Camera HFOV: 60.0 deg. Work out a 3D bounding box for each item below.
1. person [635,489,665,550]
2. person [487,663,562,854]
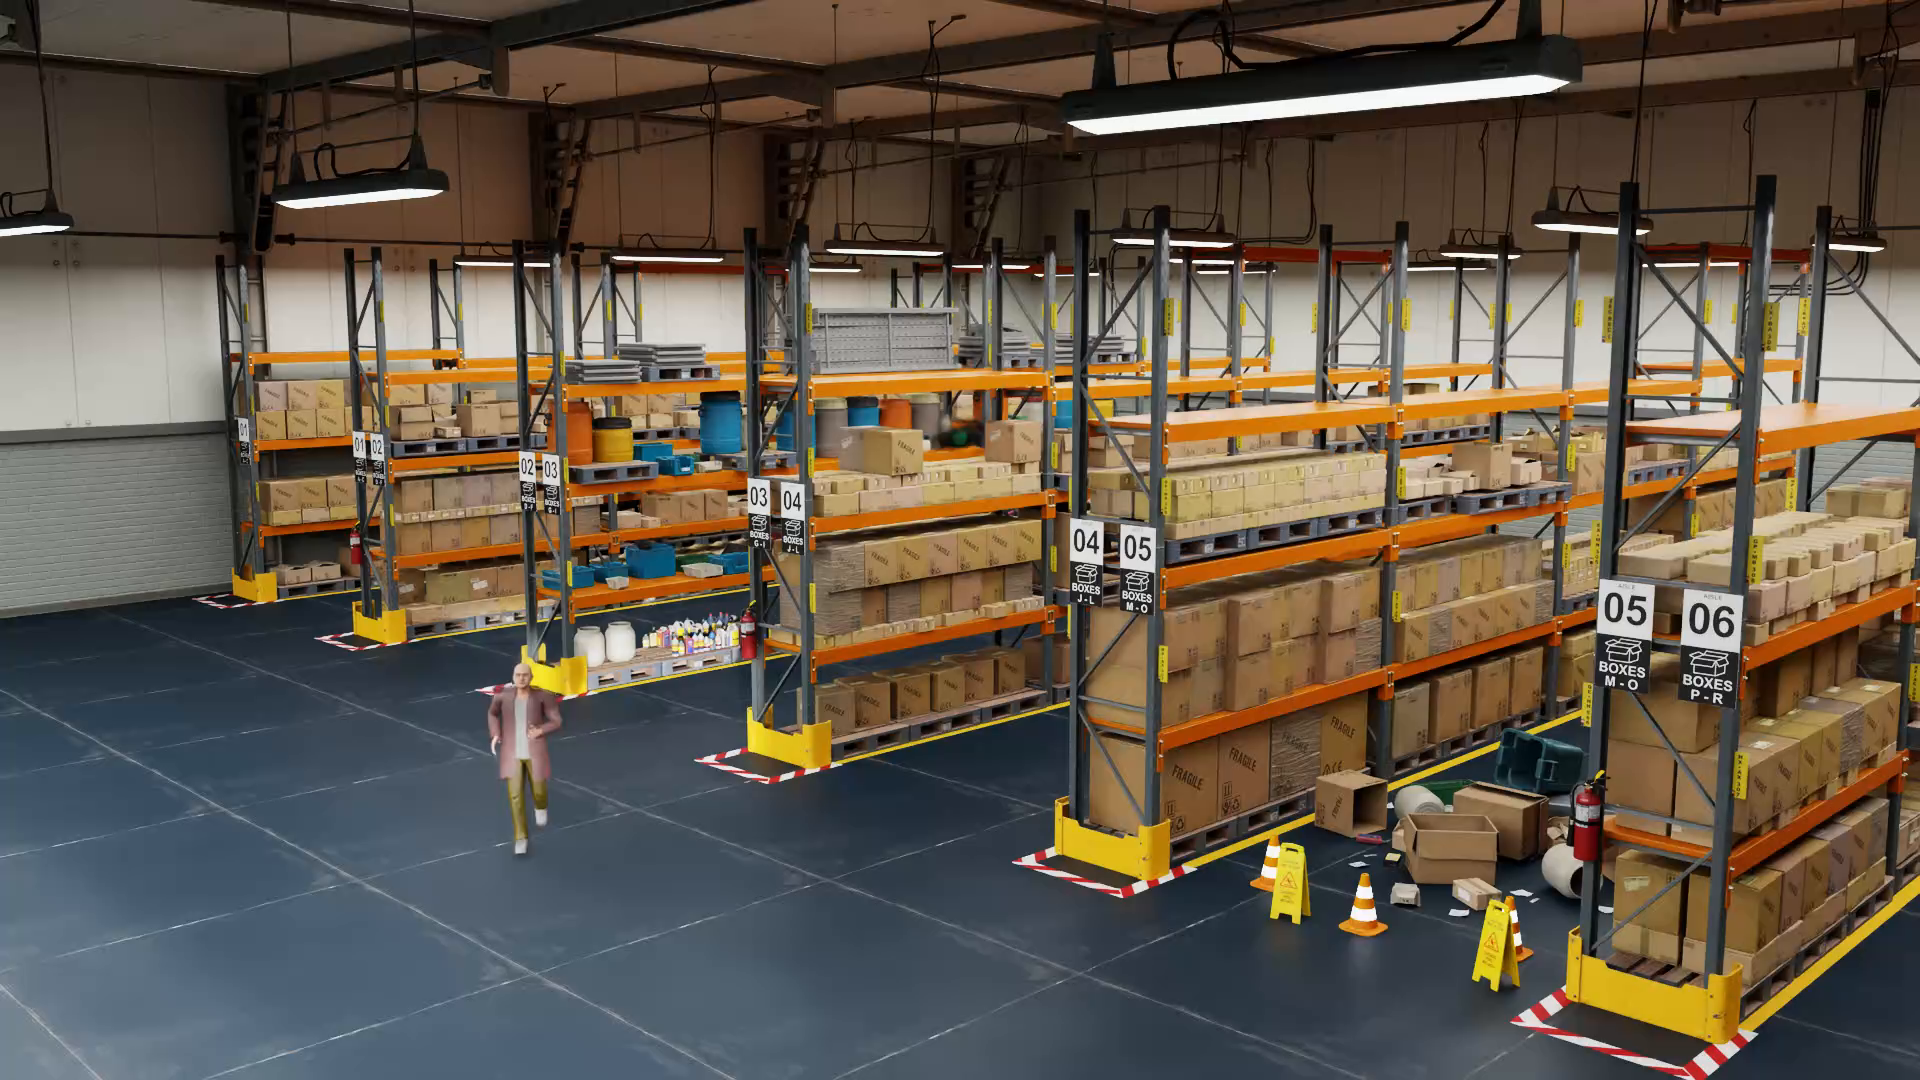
[{"bbox_3d":[-5.944,-0.257,32.438,0.635,1.770,0.795,7,11,41],"label":"person"},{"bbox_3d":[-4.176,2.034,15.946,0.720,1.723,0.964,-1,8,-8],"label":"person"}]
